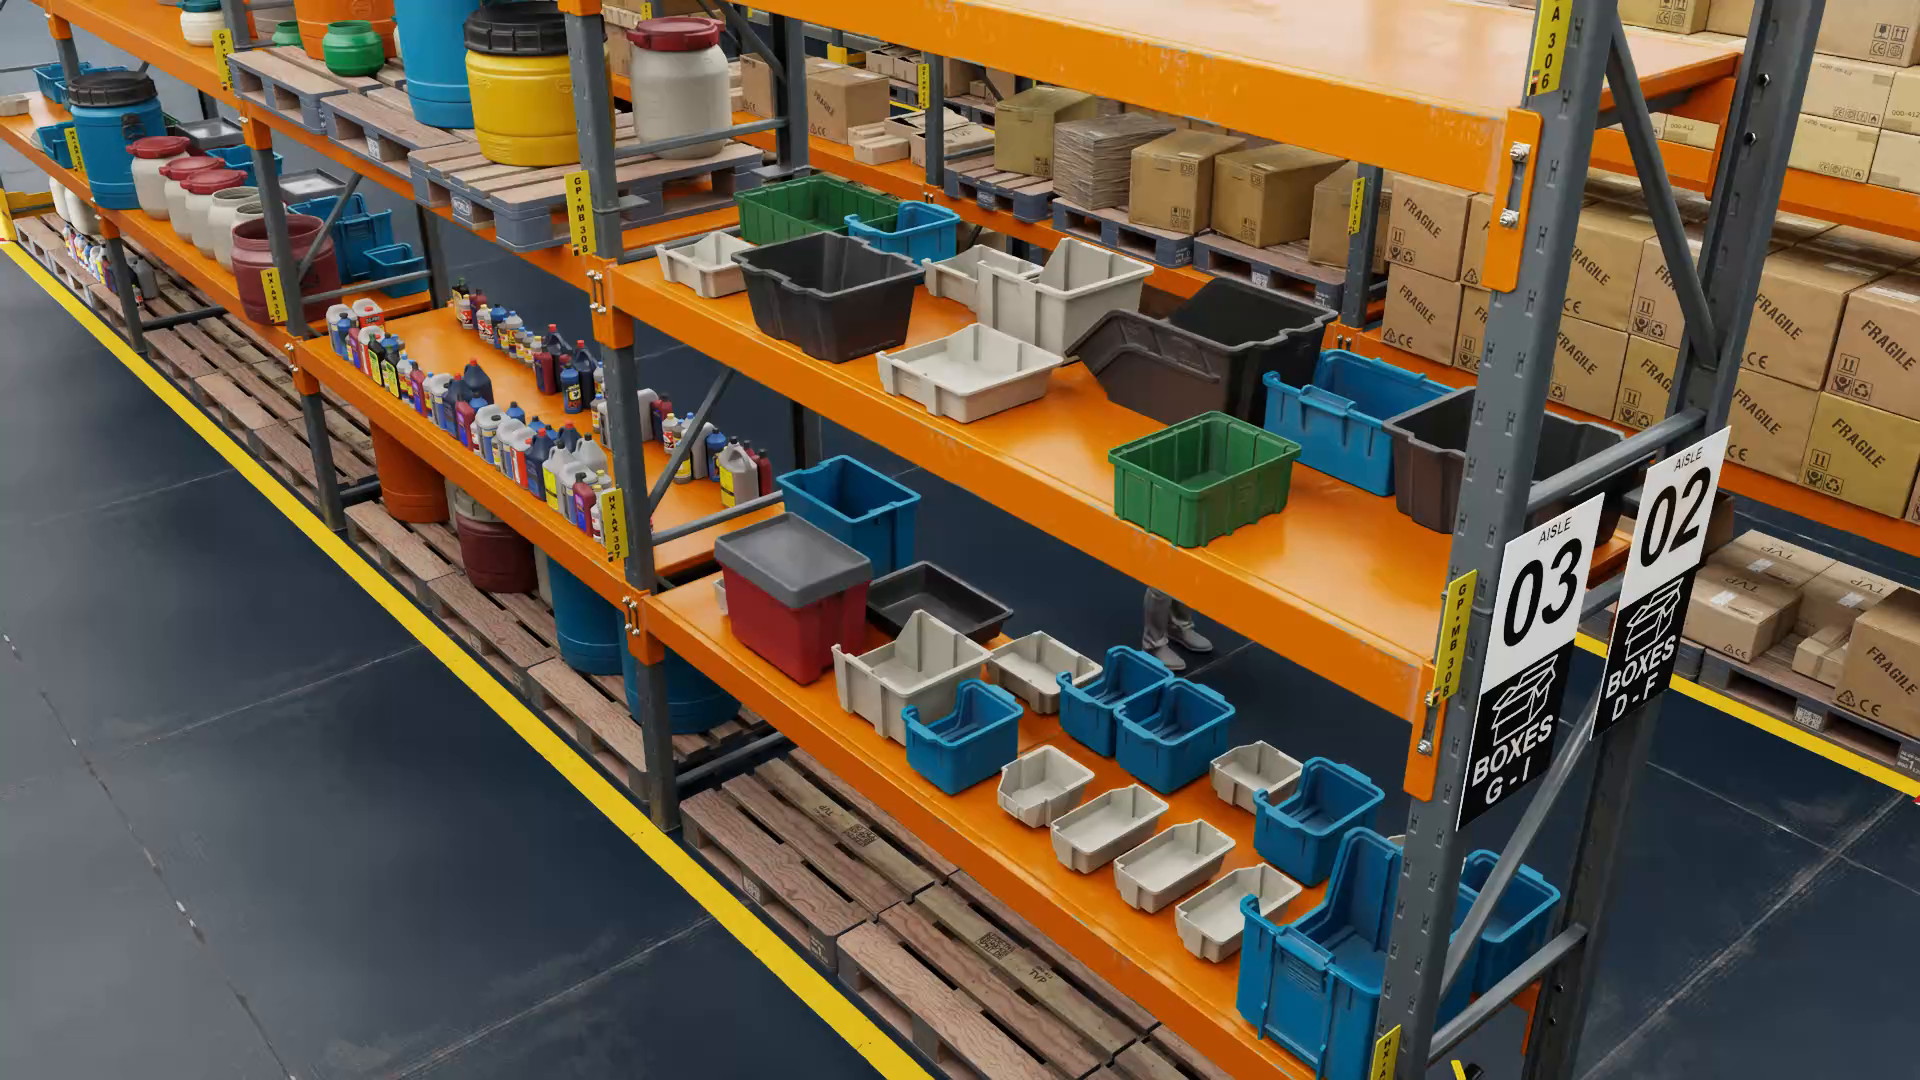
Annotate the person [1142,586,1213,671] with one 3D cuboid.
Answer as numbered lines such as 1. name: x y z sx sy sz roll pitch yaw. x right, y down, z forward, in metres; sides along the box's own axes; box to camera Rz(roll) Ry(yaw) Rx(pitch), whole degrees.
1. person: 1.228 -0.141 8.869 0.503 1.760 0.587 -21 35 -34
